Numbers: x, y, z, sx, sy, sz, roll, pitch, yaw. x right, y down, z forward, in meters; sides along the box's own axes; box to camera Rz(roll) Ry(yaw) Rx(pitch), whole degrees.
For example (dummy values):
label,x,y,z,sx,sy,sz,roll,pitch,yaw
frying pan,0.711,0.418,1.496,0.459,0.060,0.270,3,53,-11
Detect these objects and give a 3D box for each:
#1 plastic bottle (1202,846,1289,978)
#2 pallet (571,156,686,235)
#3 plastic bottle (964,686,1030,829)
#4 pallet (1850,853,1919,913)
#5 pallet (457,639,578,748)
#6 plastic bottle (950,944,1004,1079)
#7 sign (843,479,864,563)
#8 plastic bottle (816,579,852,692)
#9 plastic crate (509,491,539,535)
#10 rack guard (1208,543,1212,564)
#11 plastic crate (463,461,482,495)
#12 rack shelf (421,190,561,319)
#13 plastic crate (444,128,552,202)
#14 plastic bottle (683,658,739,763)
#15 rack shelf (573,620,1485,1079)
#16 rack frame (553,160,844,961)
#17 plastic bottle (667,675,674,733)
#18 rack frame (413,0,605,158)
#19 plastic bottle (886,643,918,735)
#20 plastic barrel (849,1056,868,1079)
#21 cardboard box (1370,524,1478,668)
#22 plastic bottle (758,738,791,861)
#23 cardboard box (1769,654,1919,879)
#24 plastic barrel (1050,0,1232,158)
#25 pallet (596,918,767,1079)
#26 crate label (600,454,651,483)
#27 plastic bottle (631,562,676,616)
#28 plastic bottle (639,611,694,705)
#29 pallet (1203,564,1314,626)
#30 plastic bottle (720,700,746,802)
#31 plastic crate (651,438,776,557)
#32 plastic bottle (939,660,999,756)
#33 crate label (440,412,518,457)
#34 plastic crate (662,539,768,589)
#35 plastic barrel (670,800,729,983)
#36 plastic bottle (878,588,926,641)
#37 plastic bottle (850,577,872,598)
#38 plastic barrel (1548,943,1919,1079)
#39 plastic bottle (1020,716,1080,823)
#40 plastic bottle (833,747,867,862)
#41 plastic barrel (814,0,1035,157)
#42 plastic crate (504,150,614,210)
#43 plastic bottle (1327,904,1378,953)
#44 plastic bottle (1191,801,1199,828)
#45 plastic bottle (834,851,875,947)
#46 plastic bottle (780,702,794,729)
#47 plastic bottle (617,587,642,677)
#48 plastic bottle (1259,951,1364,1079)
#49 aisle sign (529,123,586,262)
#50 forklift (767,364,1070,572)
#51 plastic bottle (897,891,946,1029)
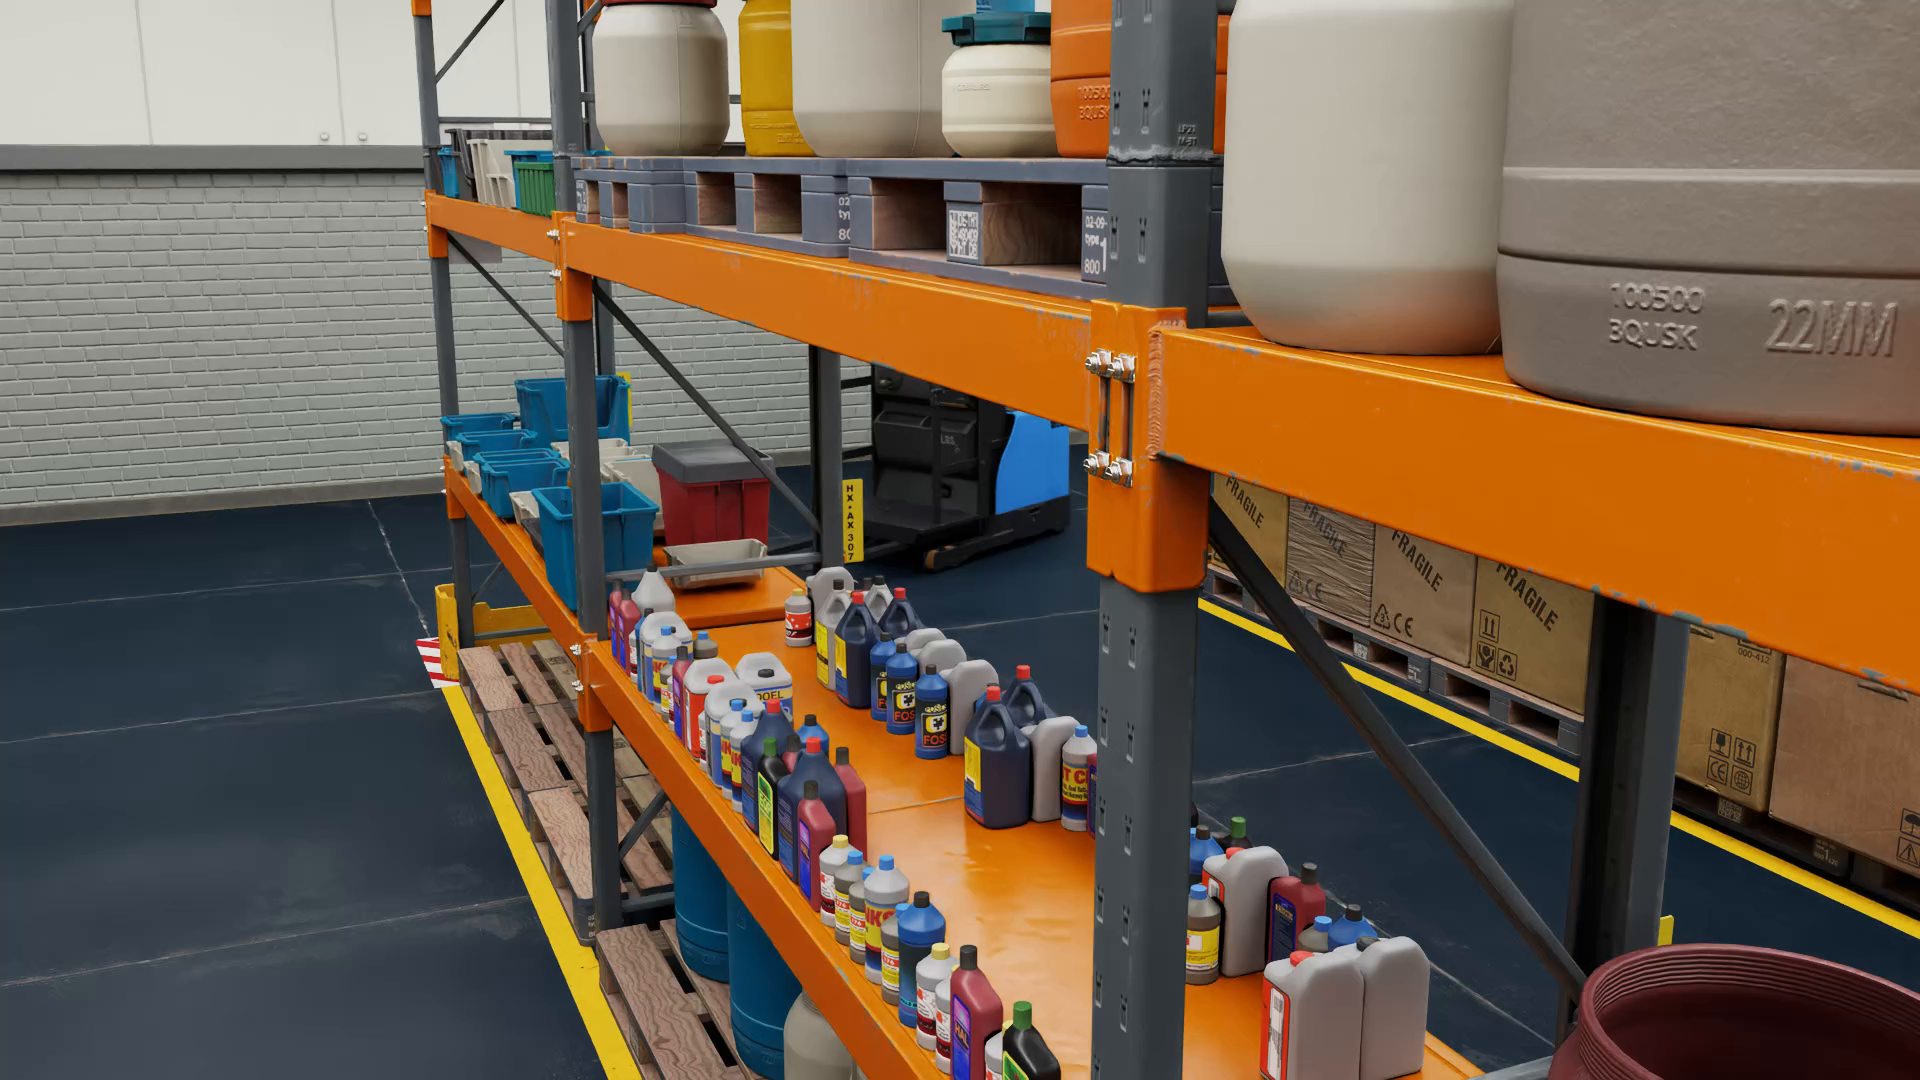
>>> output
label,x,y,z,sx,sy,sz,roll,pitch,yaw
plastic bottle,0.613,0.784,3.605,0.152,0.276,0.135,-6,14,-23
pallet,-0.523,-1.105,5.258,1.213,0.211,1.003,-6,14,-23
plastic bottle,0.097,0.565,4.386,0.144,0.351,0.185,-6,14,-23
pallet,4.482,1.428,6.733,1.003,0.211,1.213,-6,14,-23
pallet,-2.234,0.817,9.370,1.003,0.211,1.213,-6,14,-23
plastic bottle,0.030,0.902,3.079,0.061,0.283,0.133,-6,14,-23
sign,-0.422,-0.073,6.418,0.100,0.325,0.005,-6,14,-23
plastic bottle,-0.391,0.309,5.493,0.144,0.351,0.185,-6,14,-23
plastic crate,-1.900,-0.122,7.696,0.293,0.136,0.466,-6,14,-23
rack guard,2.000,0.050,12.043,1.175,0.500,0.348,-6,14,-23
plastic crate,-2.407,-0.321,8.557,0.250,0.136,0.298,-6,14,-23
rack shelf,-1.728,-1.413,7.764,1.077,0.370,4.000,-6,14,-23
plastic crate,-2.169,-1.806,8.005,0.504,0.338,0.767,-6,14,-23
plastic bottle,-0.719,0.493,4.862,0.152,0.276,0.135,-6,14,-23
rack shelf,-0.126,0.875,4.532,1.077,0.370,4.000,-6,14,-23
rack frame,-0.927,0.111,6.236,1.000,3.000,0.127,-6,14,-23
plastic bottle,-0.844,0.480,5.082,0.097,0.201,0.097,0,13,0
rack frame,-2.529,-3.638,9.130,1.000,3.000,0.127,-6,14,-23
plastic bottle,-0.177,0.449,5.063,0.097,0.271,0.097,0,13,0
plastic barrel,0.012,1.575,4.328,0.600,0.588,0.708,-6,14,-23
cardboard box,3.060,0.165,9.785,0.875,0.875,0.875,-6,14,-23
plastic bottle,-0.463,0.648,4.178,0.061,0.283,0.133,-6,14,-23
cardboard box,4.245,0.810,7.000,1.225,0.875,0.875,-6,14,-25
plastic barrel,0.451,-1.055,2.739,0.600,0.830,0.708,-6,14,-23
pallet,-0.656,1.633,5.846,1.003,0.211,1.213,-6,14,-23
crate label,-1.800,-0.347,8.669,0.396,0.136,0.243,-6,14,-23
plastic bottle,-1.066,0.246,5.765,0.144,0.351,0.185,-6,14,-23
plastic bottle,-0.944,0.377,5.362,0.152,0.276,0.135,-6,14,-23
pallet,2.401,0.354,11.371,1.003,0.211,1.213,-6,14,-23
plastic bottle,-0.605,0.570,4.541,0.097,0.271,0.097,0,13,0
plastic crate,-1.055,-0.156,7.117,0.402,0.464,0.583,-6,14,-23
plastic bottle,0.023,0.479,4.921,0.152,0.276,0.135,-6,14,-23
crate label,-2.732,-0.582,9.470,0.416,0.233,0.303,-6,14,-23
plastic crate,-0.982,0.102,6.730,0.396,0.136,0.243,-6,14,-23
plastic barrel,-0.724,1.043,5.933,0.600,0.901,0.708,-6,14,-23
plastic bottle,-0.185,0.334,5.384,0.144,0.351,0.185,-6,14,-23
plastic bottle,-0.338,0.264,5.835,0.061,0.283,0.133,-6,14,-23
plastic barrel,1.139,0.940,2.354,0.600,0.536,0.708,-6,14,-23
plastic bottle,0.243,0.593,4.430,0.152,0.276,0.135,-6,14,-23
plastic bottle,-0.277,0.662,4.115,0.061,0.283,0.133,-6,14,-23
plastic barrel,-0.103,-1.460,4.330,0.600,0.901,0.708,-6,14,-23
plastic crate,-1.584,-1.428,6.605,0.416,0.233,0.300,-6,14,-23
plastic bottle,0.777,0.855,3.307,0.097,0.271,0.097,0,13,0
plastic bottle,0.509,0.701,3.947,0.061,0.283,0.133,-6,14,-23
plastic bottle,-0.233,0.796,3.720,0.097,0.201,0.097,0,13,0
plastic bottle,-0.520,0.562,4.728,0.097,0.201,0.097,0,13,0
plastic bottle,-1.117,0.310,5.636,0.061,0.283,0.133,-6,14,-23
plastic bottle,0.659,0.893,3.133,0.152,0.276,0.135,-6,14,-23
aisle sign,-2.289,-2.023,9.692,0.394,0.787,0.004,-6,14,-23
forklift,-0.399,-1.313,12.543,1.130,2.935,3.031,10,16,37
plastic bottle,-0.077,0.842,3.365,0.097,0.271,0.097,0,13,0
